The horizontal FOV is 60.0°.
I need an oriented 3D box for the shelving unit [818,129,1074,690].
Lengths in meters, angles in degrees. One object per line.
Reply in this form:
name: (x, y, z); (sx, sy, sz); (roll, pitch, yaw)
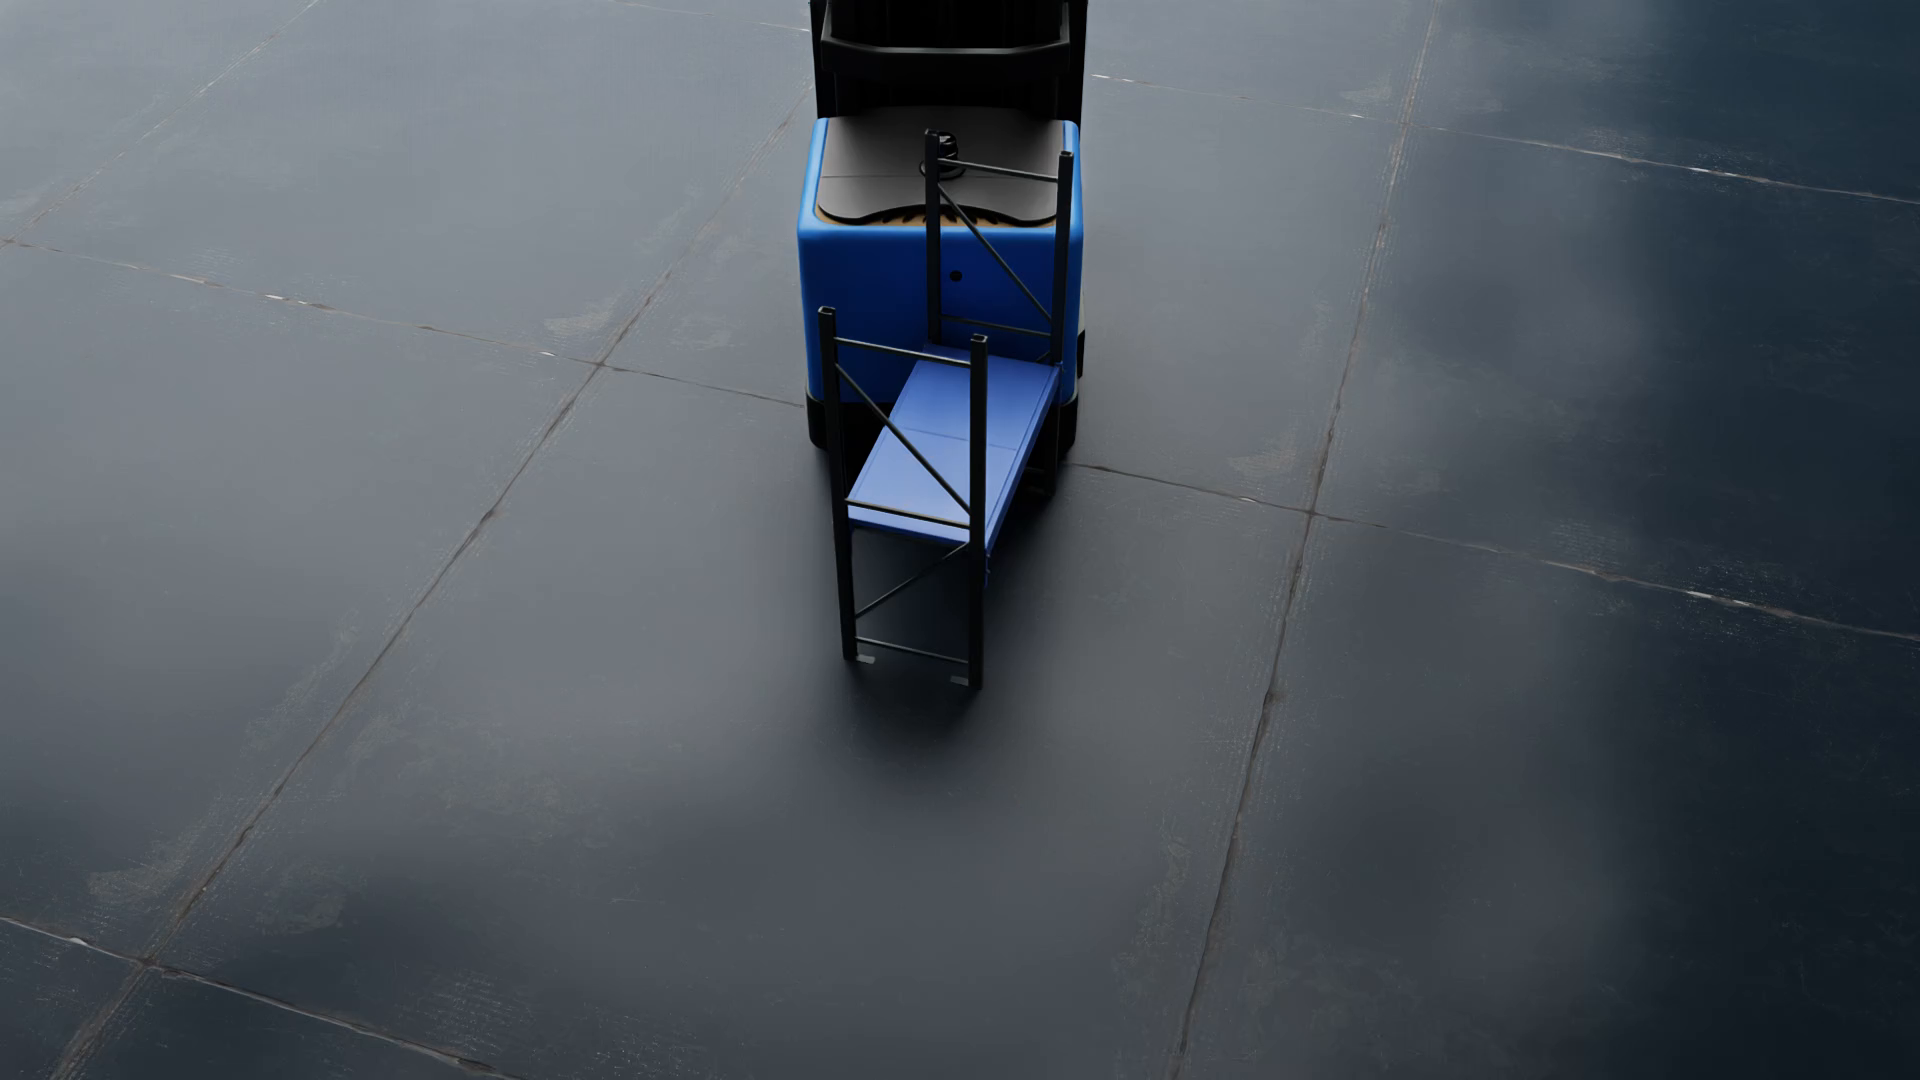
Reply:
shelving unit: (-0.019, -0.420, 5.607); (0.538, 1.500, 1.048); (12, 46, 12)

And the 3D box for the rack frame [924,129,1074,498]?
rack frame: (0.127, -0.761, 5.955); (0.500, 1.500, 0.032); (12, 46, 12)

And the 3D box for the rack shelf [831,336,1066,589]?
rack shelf: (-0.019, -0.291, 5.733); (0.538, 0.185, 1.000); (12, 46, 12)

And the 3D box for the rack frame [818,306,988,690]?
rack frame: (-0.165, -0.079, 5.259); (0.500, 1.500, 0.032); (12, 46, 12)

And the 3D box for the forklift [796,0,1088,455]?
forklift: (-0.038, -2.392, 6.599); (1.130, 2.935, 3.031); (1, 44, 1)
